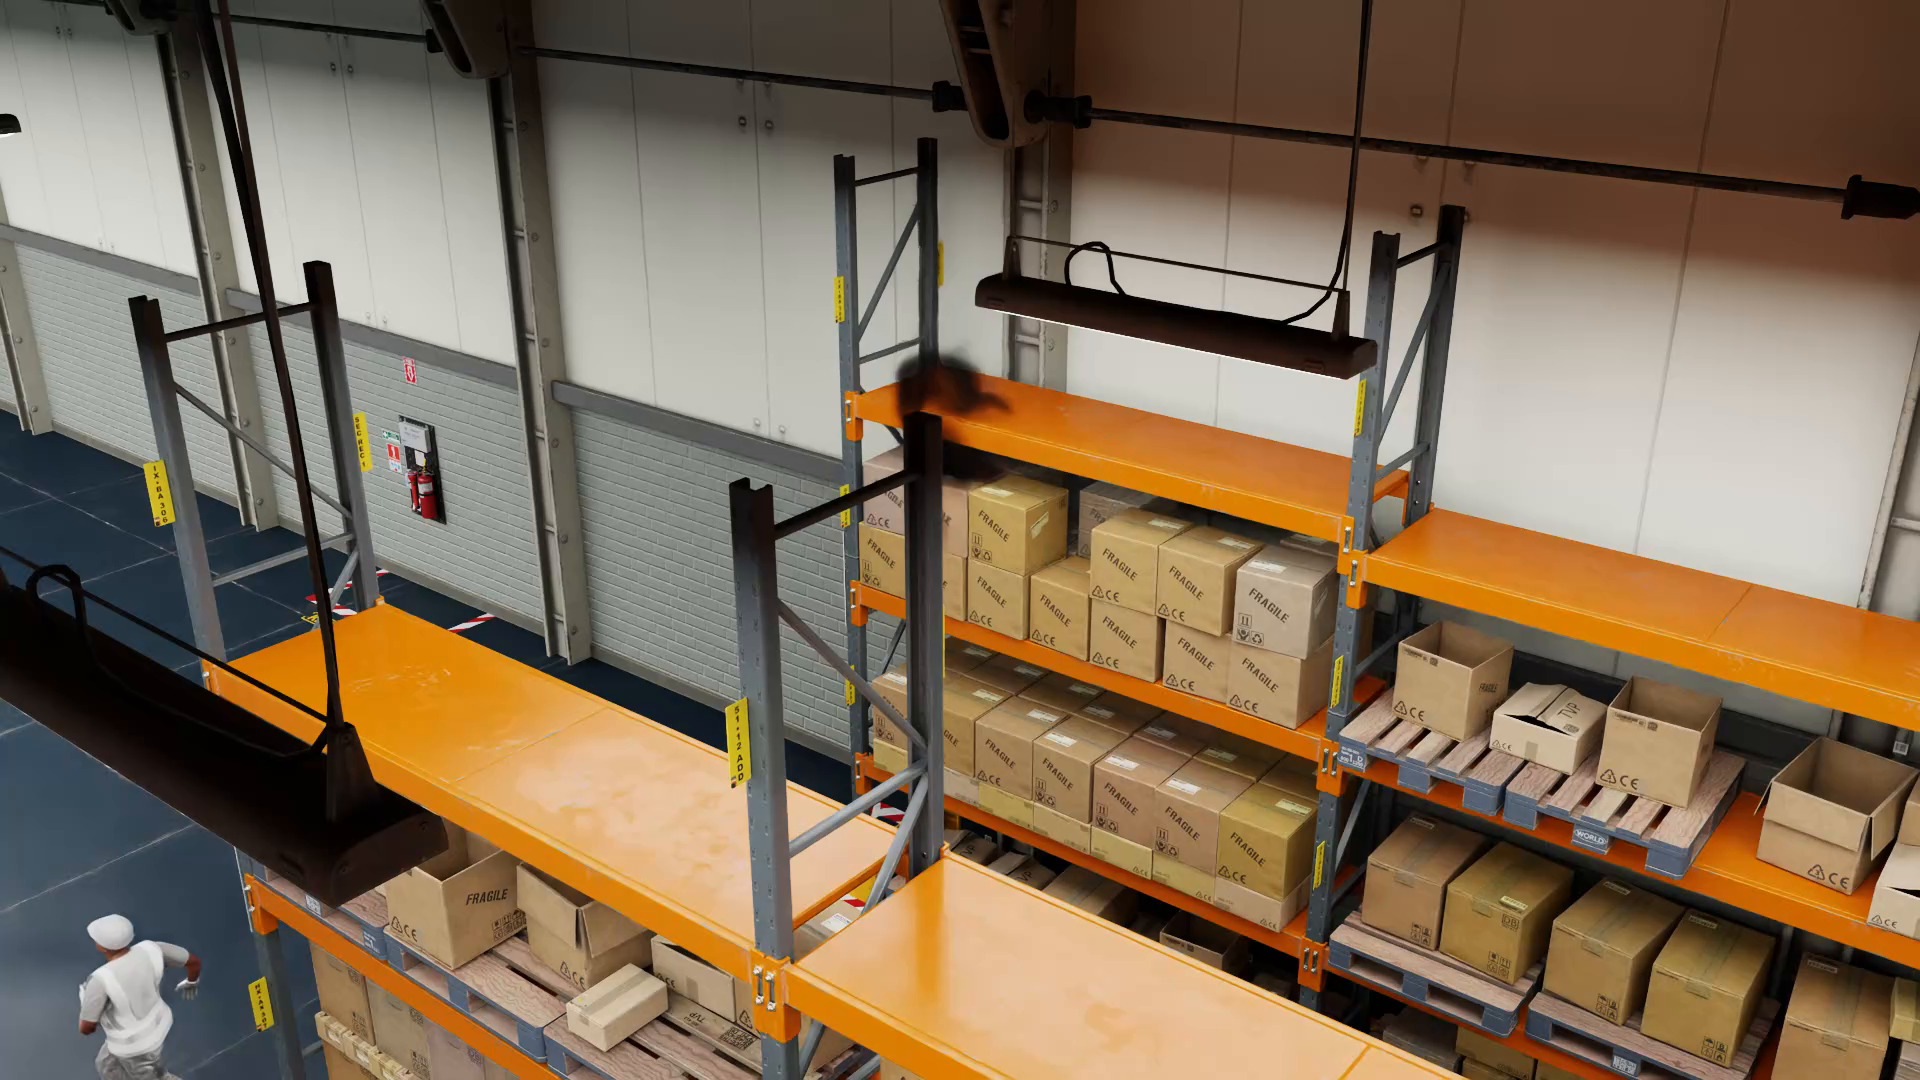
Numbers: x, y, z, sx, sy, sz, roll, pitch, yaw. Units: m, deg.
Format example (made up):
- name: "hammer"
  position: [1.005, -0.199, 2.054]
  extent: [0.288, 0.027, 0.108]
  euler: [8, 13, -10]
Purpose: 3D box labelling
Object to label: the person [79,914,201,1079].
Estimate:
- name: "person"
  position: [-5.169, 3.107, 10.490]
  extent: [0.692, 1.782, 0.728]
  euler: [-1, 23, -3]
